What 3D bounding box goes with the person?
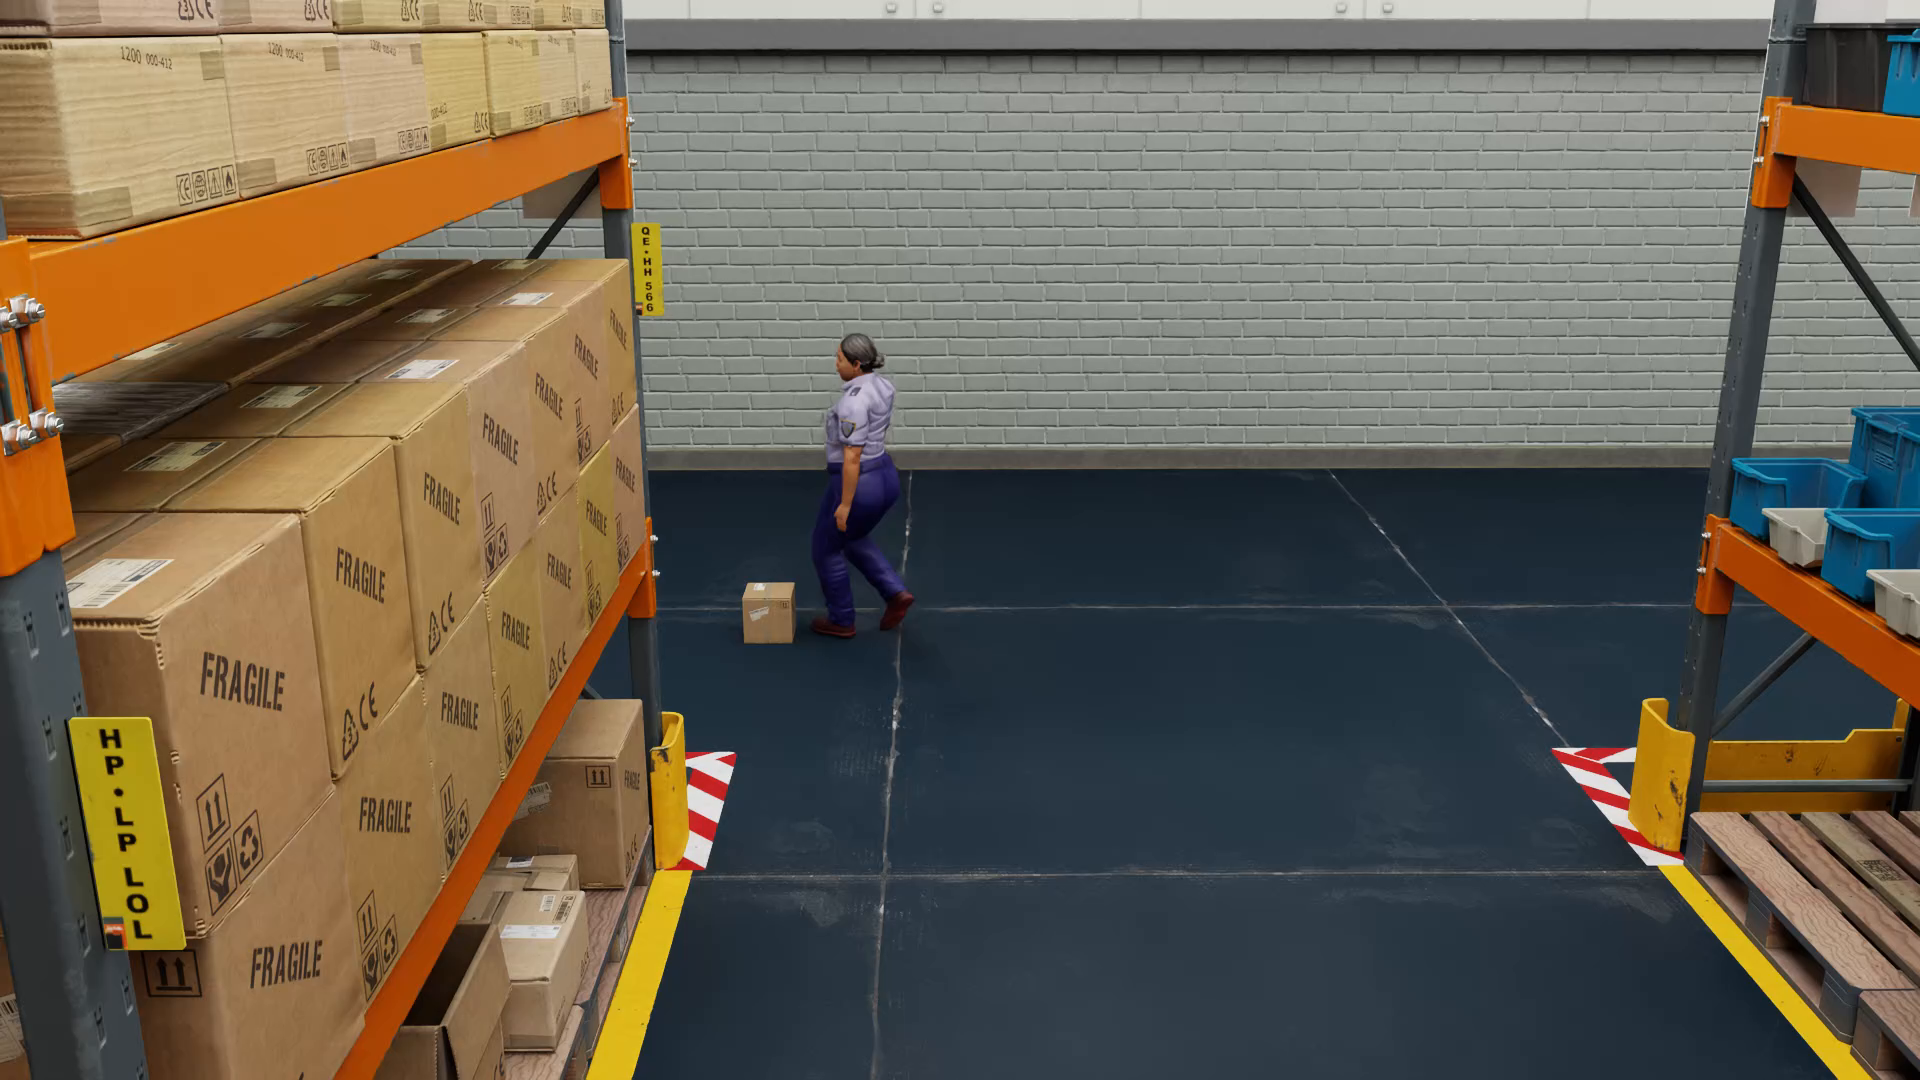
[{"bbox_3d":[-0.546,-0.261,8.491,0.550,1.622,0.487,8,19,23],"label":"person"}]
